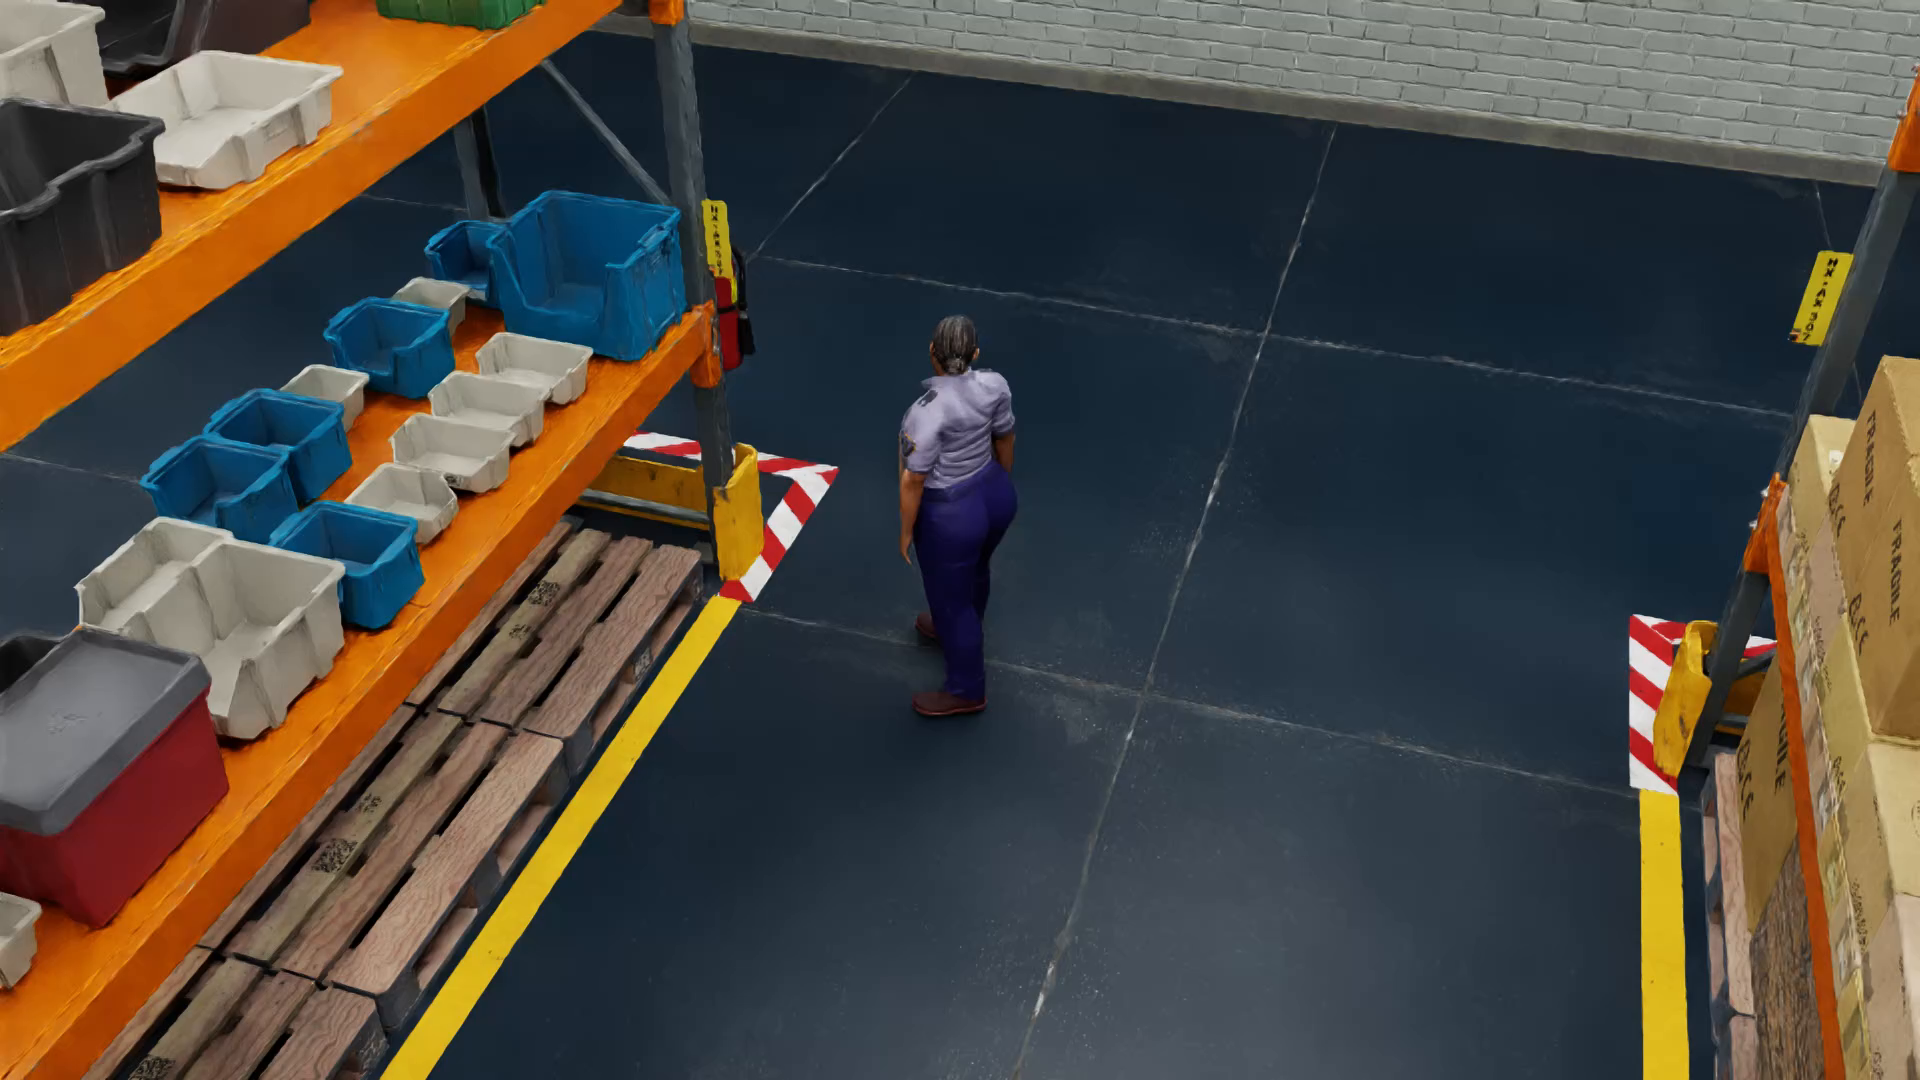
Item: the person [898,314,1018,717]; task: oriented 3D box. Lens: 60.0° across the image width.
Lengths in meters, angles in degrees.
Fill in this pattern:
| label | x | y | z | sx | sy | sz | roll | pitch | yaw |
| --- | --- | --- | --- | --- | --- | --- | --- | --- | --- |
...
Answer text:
| label | x | y | z | sx | sy | sz | roll | pitch | yaw |
| --- | --- | --- | --- | --- | --- | --- | --- | --- | --- |
| person | -0.035 | -0.136 | 6.308 | 0.559 | 1.643 | 0.599 | 28 | 45 | 31 |
